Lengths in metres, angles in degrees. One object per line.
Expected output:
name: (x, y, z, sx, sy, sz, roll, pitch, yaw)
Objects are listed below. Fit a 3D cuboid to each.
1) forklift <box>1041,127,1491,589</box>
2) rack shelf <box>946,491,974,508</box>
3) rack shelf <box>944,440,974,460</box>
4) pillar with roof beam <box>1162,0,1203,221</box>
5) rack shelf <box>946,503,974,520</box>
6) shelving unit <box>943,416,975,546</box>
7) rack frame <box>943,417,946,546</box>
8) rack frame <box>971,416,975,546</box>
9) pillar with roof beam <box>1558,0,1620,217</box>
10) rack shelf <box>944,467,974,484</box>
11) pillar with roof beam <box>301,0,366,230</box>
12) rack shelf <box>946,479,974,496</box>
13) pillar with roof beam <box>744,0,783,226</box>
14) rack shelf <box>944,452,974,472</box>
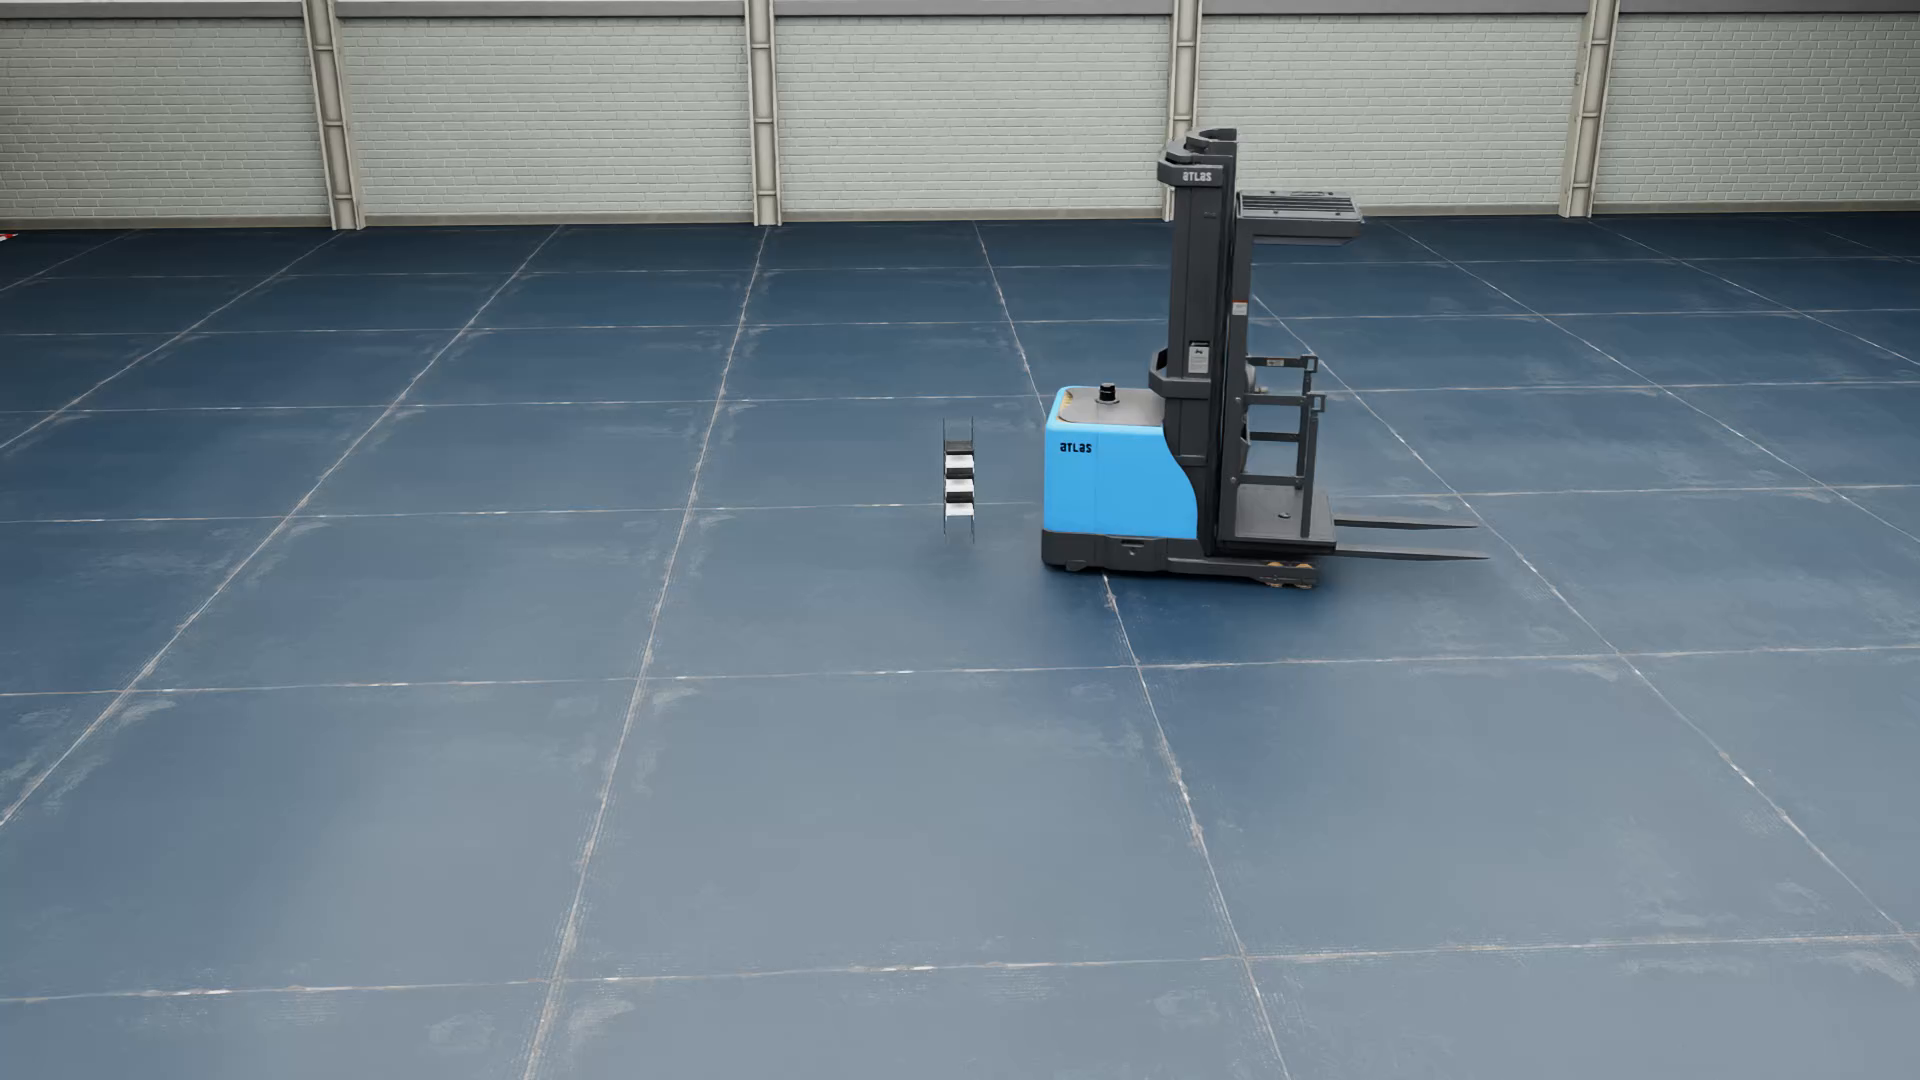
forklift: (2.126, -1.243, 11.265, 3.031, 2.935, 1.130, 3, 21, 8)
rack shelf: (-0.008, -0.305, 12.004, 0.200, 0.077, 0.258, -1, 21, -3)
rack shelf: (-0.008, -0.642, 11.876, 0.200, 0.077, 0.258, -1, 21, -3)
pillar with roof beam: (3.444, -7.410, 18.936, 0.400, 9.000, 9.100, -1, 21, -3)
rack shelf: (-0.008, -0.221, 12.036, 0.200, 0.077, 0.258, -1, 21, -3)
shelving unit: (-0.008, -0.420, 11.960, 0.210, 0.900, 0.258, -1, 21, -3)
rack frame: (-0.110, -0.418, 11.955, 0.006, 0.900, 0.240, -1, 21, -3)
rack frame: (0.093, -0.422, 11.966, 0.006, 0.900, 0.240, -1, 21, -3)
pillar with roof beam: (9.434, -7.532, 19.256, 0.400, 9.000, 9.100, -1, 21, -3)
rack shelf: (-0.008, -0.473, 11.940, 0.200, 0.077, 0.258, -1, 21, -3)
pillar with roof beam: (-8.537, -7.166, 18.296, 0.400, 9.000, 9.100, -1, 21, -3)
rack shelf: (-0.008, -0.389, 11.972, 0.200, 0.077, 0.258, -1, 21, -3)
pillar with roof beam: (-2.547, -7.288, 18.616, 0.400, 9.000, 9.100, -1, 21, -3)
rack shelf: (-0.008, -0.557, 11.908, 0.200, 0.077, 0.258, -1, 21, -3)
